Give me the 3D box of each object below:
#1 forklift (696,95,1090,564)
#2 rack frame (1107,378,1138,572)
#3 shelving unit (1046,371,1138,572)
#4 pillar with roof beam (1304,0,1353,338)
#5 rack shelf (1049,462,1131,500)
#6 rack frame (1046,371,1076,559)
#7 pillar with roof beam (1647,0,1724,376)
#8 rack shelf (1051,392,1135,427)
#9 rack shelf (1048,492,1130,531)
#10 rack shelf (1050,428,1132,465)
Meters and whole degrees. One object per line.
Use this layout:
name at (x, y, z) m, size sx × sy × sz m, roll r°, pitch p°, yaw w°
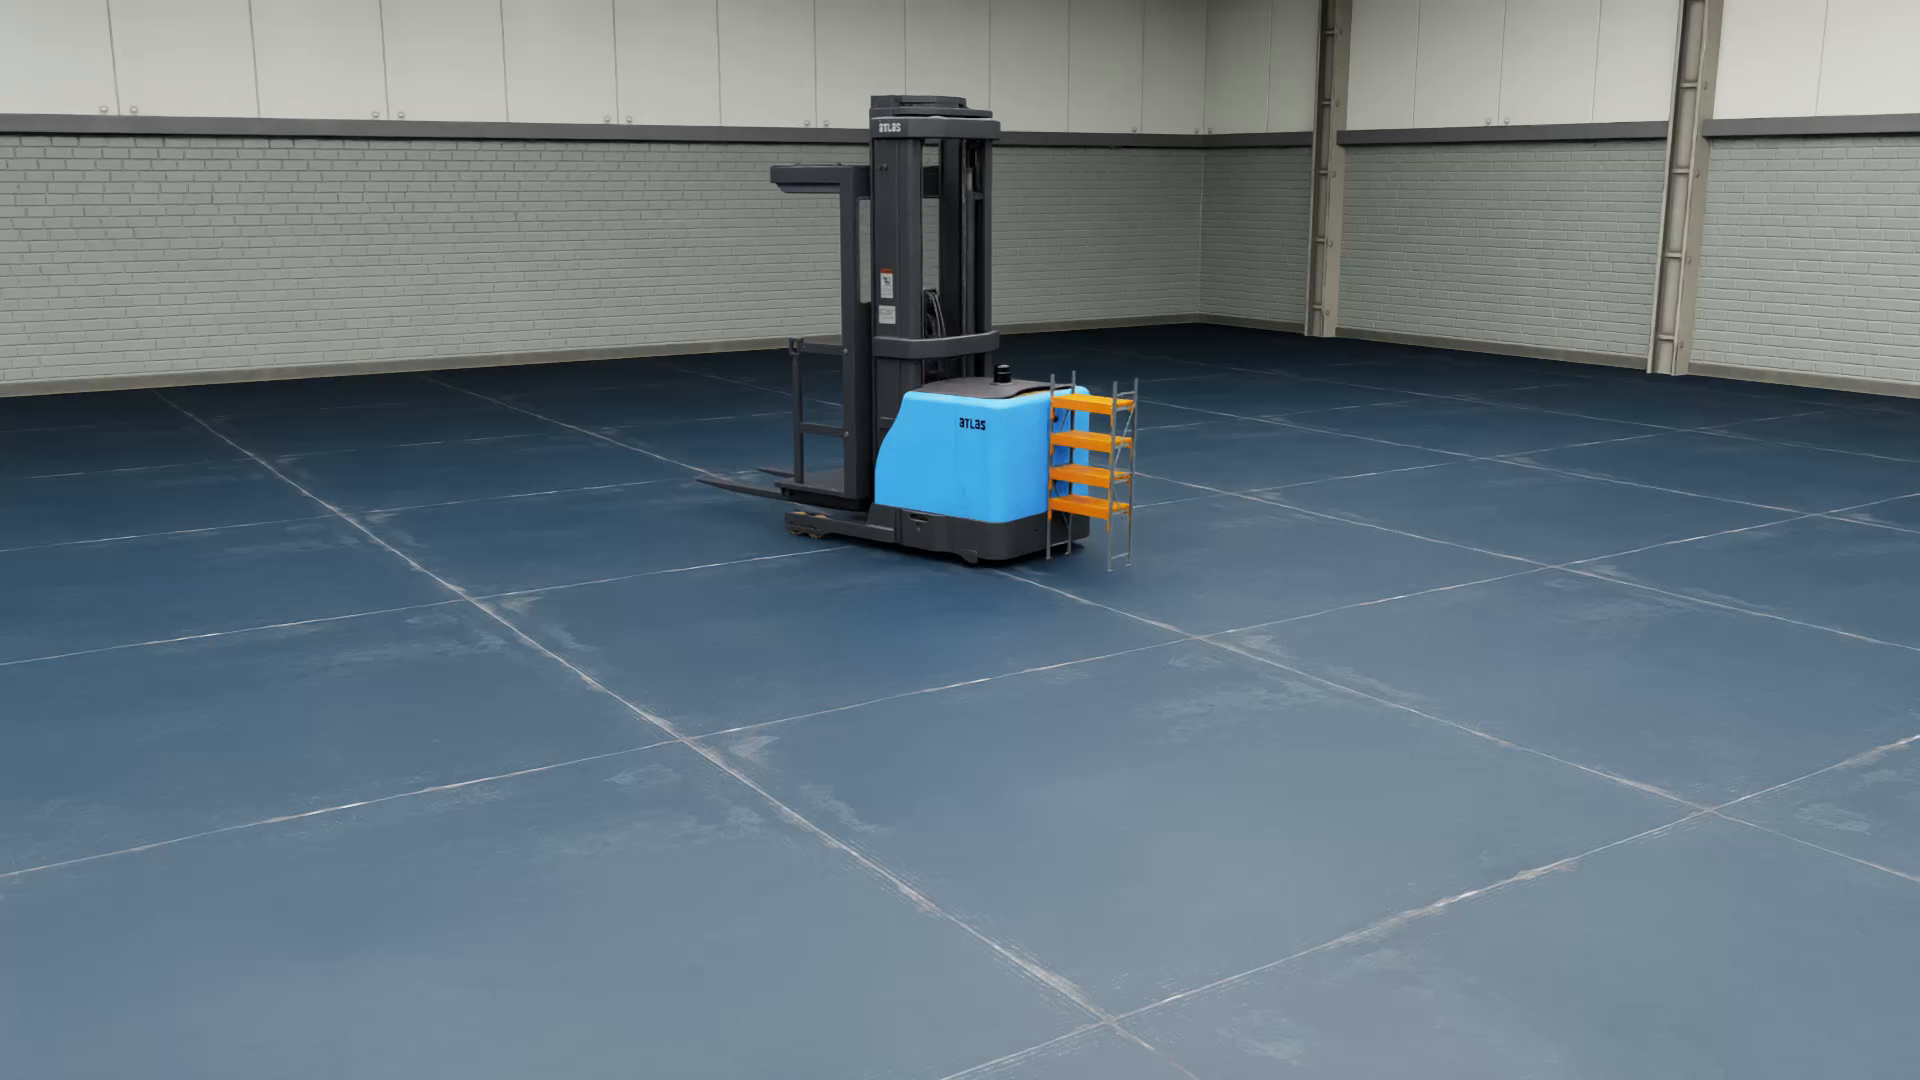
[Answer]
forklift at (-0.589, -1.517, 11.437) m, size 3.031 × 2.935 × 1.130 m, roll 10°, pitch 16°, yaw 38°
rack frame at (1.016, -0.403, 10.395) m, size 0.015 × 1.200 × 0.240 m, roll 12°, pitch 17°, yaw 40°
shelving unit at (0.833, -0.442, 10.552) m, size 0.503 × 1.200 × 0.258 m, roll 12°, pitch 17°, yaw 40°
pillar with roof beam at (2.016, -7.055, 22.559) m, size 9.100 × 9.000 × 0.400 m, roll -8°, pitch 15°, yaw -33°
rack shelf at (0.832, -0.376, 10.567) m, size 0.480 × 0.148 × 0.258 m, roll 12°, pitch 17°, yaw 40°
rack frame at (0.650, -0.480, 10.709) m, size 0.015 × 1.200 × 0.240 m, roll 12°, pitch 17°, yaw 40°
pillar with roof beam at (5.341, -5.988, 17.679) m, size 9.100 × 9.000 × 0.400 m, roll -8°, pitch 15°, yaw -33°
rack shelf at (0.838, -0.825, 10.464) m, size 0.480 × 0.148 × 0.258 m, roll 12°, pitch 17°, yaw 40°
rack shelf at (0.829, -0.183, 10.612) m, size 0.480 × 0.148 × 0.258 m, roll 12°, pitch 17°, yaw 40°
rack shelf at (0.835, -0.594, 10.517) m, size 0.480 × 0.148 × 0.258 m, roll 12°, pitch 17°, yaw 40°
